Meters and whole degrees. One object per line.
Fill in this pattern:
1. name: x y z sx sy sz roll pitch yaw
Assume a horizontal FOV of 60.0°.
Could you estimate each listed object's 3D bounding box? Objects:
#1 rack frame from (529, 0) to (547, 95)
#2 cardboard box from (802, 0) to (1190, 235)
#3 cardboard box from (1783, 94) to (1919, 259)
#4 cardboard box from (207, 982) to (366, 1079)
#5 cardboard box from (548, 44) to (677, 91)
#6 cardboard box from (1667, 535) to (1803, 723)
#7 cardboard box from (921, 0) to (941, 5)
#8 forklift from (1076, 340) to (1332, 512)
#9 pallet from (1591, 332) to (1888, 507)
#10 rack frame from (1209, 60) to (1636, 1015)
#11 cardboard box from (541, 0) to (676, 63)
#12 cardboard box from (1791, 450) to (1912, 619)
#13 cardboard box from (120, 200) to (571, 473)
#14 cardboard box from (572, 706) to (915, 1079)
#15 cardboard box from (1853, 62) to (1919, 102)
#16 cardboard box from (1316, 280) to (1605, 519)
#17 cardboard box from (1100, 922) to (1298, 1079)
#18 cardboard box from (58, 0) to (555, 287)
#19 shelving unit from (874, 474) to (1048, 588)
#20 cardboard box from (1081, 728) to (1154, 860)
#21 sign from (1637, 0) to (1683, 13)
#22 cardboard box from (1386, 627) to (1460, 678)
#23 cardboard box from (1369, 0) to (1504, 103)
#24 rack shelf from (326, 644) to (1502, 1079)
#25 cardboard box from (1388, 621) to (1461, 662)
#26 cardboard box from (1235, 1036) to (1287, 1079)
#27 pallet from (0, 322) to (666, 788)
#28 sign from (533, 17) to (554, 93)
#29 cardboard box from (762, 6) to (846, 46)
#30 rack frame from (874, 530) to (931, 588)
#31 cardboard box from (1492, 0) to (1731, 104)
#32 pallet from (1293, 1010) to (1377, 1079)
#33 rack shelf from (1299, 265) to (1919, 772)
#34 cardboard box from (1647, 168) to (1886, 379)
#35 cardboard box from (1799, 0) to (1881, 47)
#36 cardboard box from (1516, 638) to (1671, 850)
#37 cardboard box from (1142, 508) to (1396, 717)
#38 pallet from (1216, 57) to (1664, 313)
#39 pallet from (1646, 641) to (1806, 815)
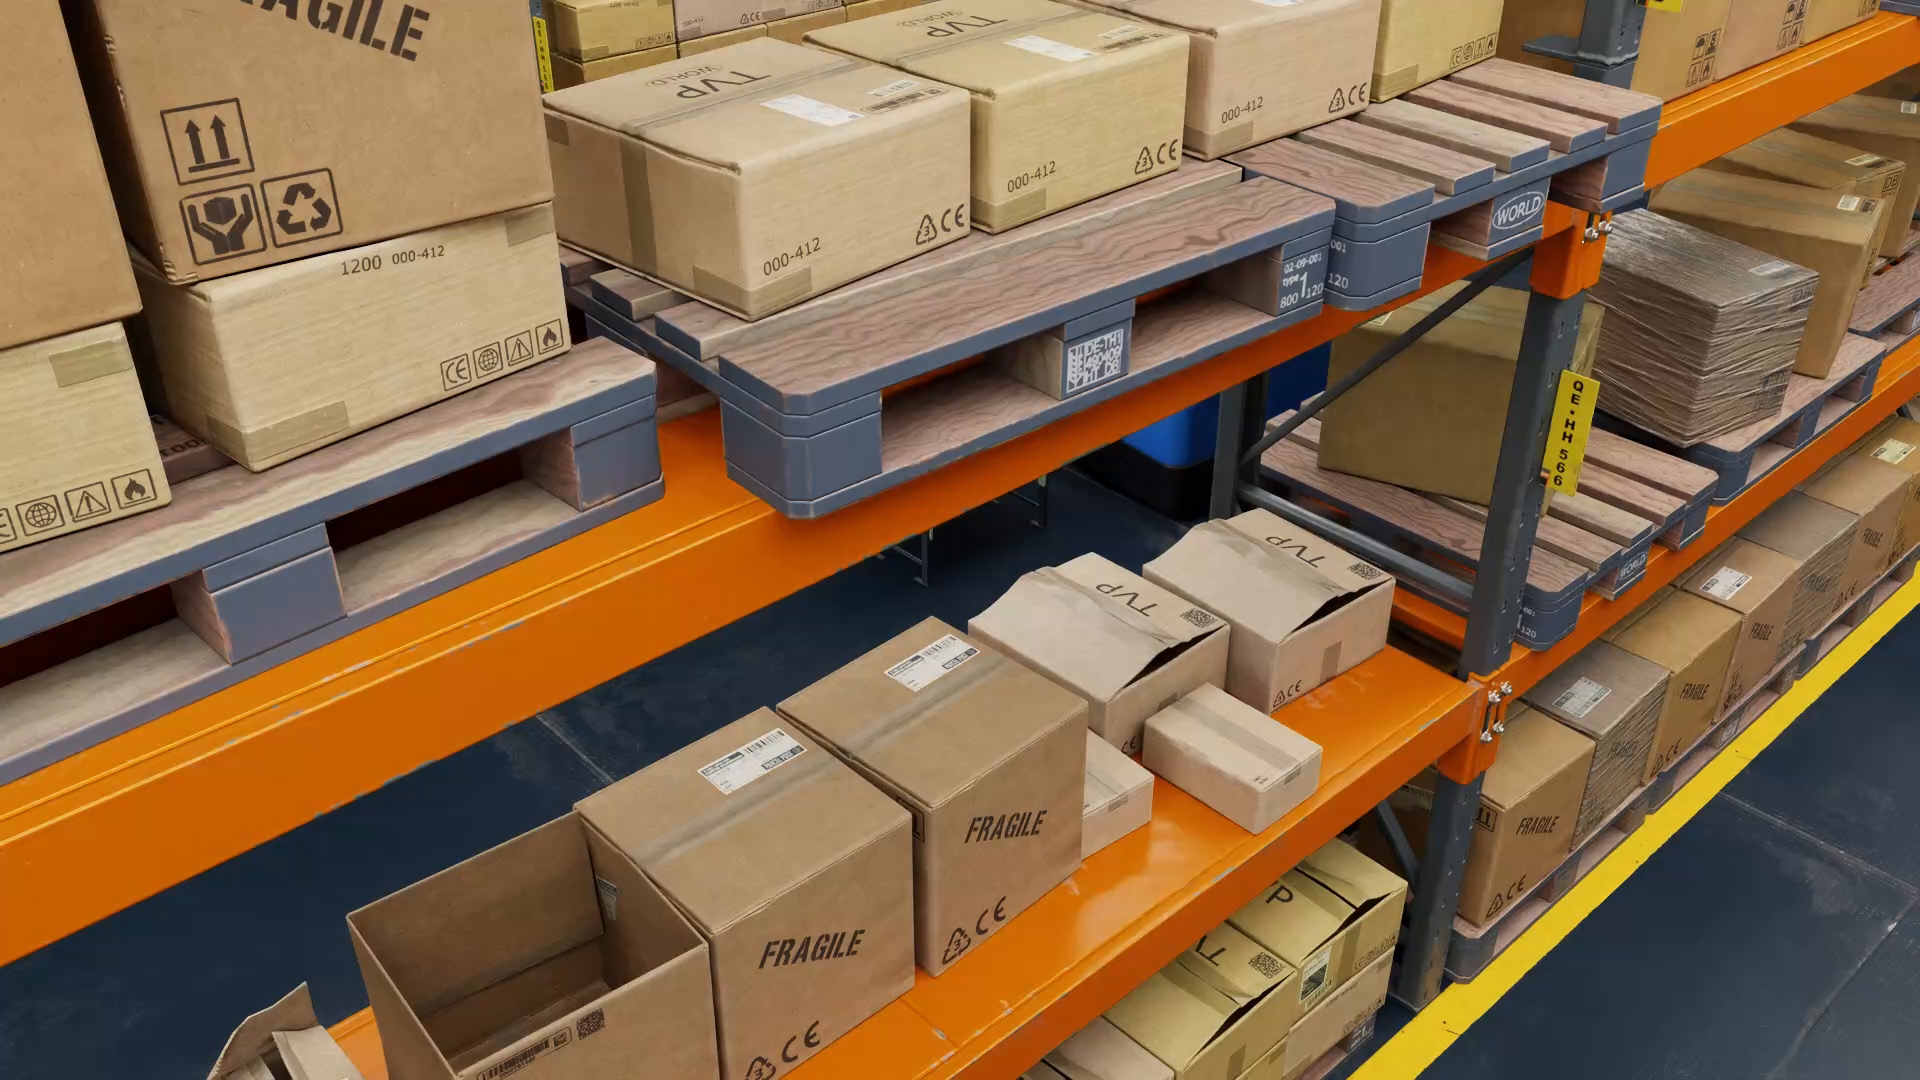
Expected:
1. rack frame: -2.213 -1.878 7.945 0.127 3.000 1.000 -26 40 -35
2. cardboard box: 0.064 -0.805 3.057 0.500 0.250 0.500 -27 40 -36
3. cardboard box: 3.592 -1.542 6.898 0.700 0.500 0.500 15 35 23
4. cardboard box: -1.255 1.110 3.188 0.258 0.266 0.396 -27 40 -37
5. cardboard box: -1.683 -2.130 7.958 0.500 0.500 0.500 -24 39 -34
6. cardboard box: 2.816 0.292 6.372 0.500 0.500 0.500 -27 41 -37
7. cardboard box: -0.188 -2.855 9.143 0.500 0.500 0.500 -26 40 -35
8. forklift: 1.889 -1.988 8.191 3.031 2.935 1.130 -21 37 -31
9. pallet: 2.581 -0.594 6.030 1.213 0.211 1.003 -26 40 -35
10. rack frame: 1.158 0.016 4.849 0.127 3.000 1.000 -26 40 -35
11. cardboard box: -1.684 -2.448 7.760 0.500 0.250 0.500 -25 39 -34
12. cardboard box: 3.556 -0.067 6.959 0.500 0.500 0.500 -26 40 -35
13. cardboard box: -0.916 -0.371 2.347 0.500 0.250 0.500 25 39 34
14. cardboard box: -0.447 0.761 3.534 0.500 0.500 0.500 -26 40 -35
15. cardboard box: 4.286 -2.151 7.337 0.500 0.500 0.500 -26 40 -35
16. cardboard box: 1.543 -0.472 5.149 0.700 0.500 0.500 15 35 23
17. cardboard box: 0.565 1.237 4.547 0.500 0.311 0.500 -27 40 -36
18. cardboard box: -0.894 -0.695 2.158 0.500 0.500 0.500 -22 38 -31
19. shelving unit: -0.005 -0.637 7.355 0.755 1.500 0.431 -26 40 -35
20. cardboard box: 0.261 0.597 4.139 0.250 0.149 0.380 -23 38 -32
21. sign: 1.529 -1.303 3.559 0.005 0.325 0.100 -26 40 -35
22. cardboard box: 1.684 0.473 6.075 0.500 0.500 0.500 -24 39 -34
23. cardboard box: 0.863 -1.196 3.697 0.500 0.250 0.500 26 40 35
24. rack shelf: -0.309 1.032 3.876 4.000 0.370 1.077 -26 40 -35
25. cardboard box: 1.722 0.132 5.915 0.500 0.250 0.500 -24 39 -34
26. cardboard box: 0.562 1.474 4.697 0.500 0.250 0.500 -26 40 -36
27. pallet: -1.137 -0.081 2.316 0.805 0.209 1.217 27 41 37
28. sign: -1.837 -2.134 7.330 0.005 0.325 0.100 -26 40 -35
29. cardboard box: -0.928 -2.488 8.543 0.500 0.500 0.500 -26 40 -36
30. rack frame: -0.273 -0.508 7.143 0.023 1.500 0.400 -26 40 -35
31. cardboard box: 1.455 -1.474 4.314 0.500 0.500 0.910 -26 40 -35
32. pallet: 0.528 1.483 5.123 1.213 0.211 1.003 -26 40 -35
33. rack shelf: 2.624 -0.387 6.196 4.000 0.370 1.077 -26 40 -35
34. cardboard box: 2.837 -0.974 5.970 0.700 0.500 0.500 18 36 27
35. cardboard box: 2.210 -1.839 4.912 0.500 0.500 0.910 -26 40 -35
36. cardboard box: 2.066 0.655 5.778 0.500 0.500 0.500 -27 41 -37
37. cardboard box: 0.861 0.166 4.688 0.500 0.311 0.500 -23 38 -33
38. pallet: 0.721 -0.908 3.666 1.003 0.211 1.213 -24 39 -33
39. pallet: 2.625 0.525 6.690 1.213 0.211 1.003 -26 40 -35
